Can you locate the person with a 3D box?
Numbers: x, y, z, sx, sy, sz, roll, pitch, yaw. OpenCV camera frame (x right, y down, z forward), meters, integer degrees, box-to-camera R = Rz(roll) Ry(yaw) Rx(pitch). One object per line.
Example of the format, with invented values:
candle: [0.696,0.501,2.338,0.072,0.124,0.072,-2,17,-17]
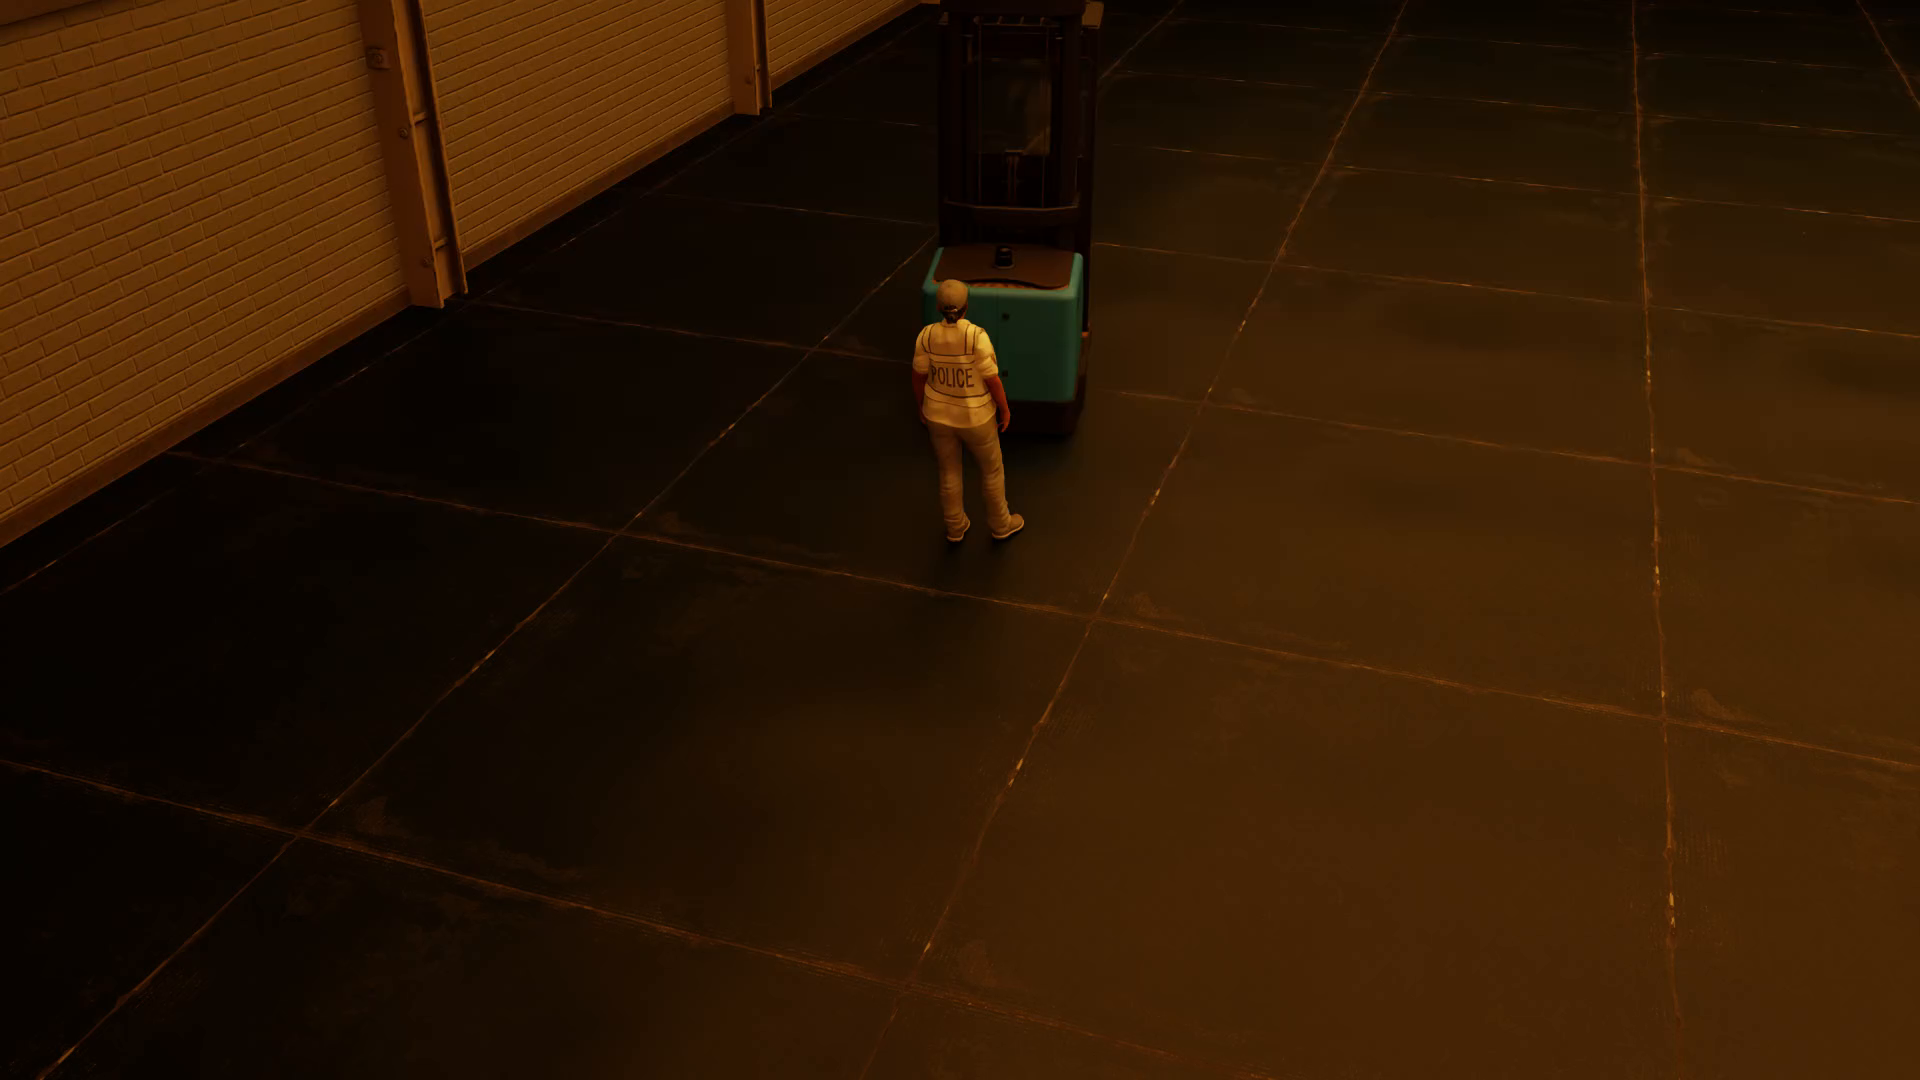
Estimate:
person: [0.046,-0.763,9.736,0.599,1.670,0.529,10,31,16]

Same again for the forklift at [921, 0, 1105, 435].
forklift: [0.423,-2.688,11.853,1.130,2.935,3.031,3,30,6]
